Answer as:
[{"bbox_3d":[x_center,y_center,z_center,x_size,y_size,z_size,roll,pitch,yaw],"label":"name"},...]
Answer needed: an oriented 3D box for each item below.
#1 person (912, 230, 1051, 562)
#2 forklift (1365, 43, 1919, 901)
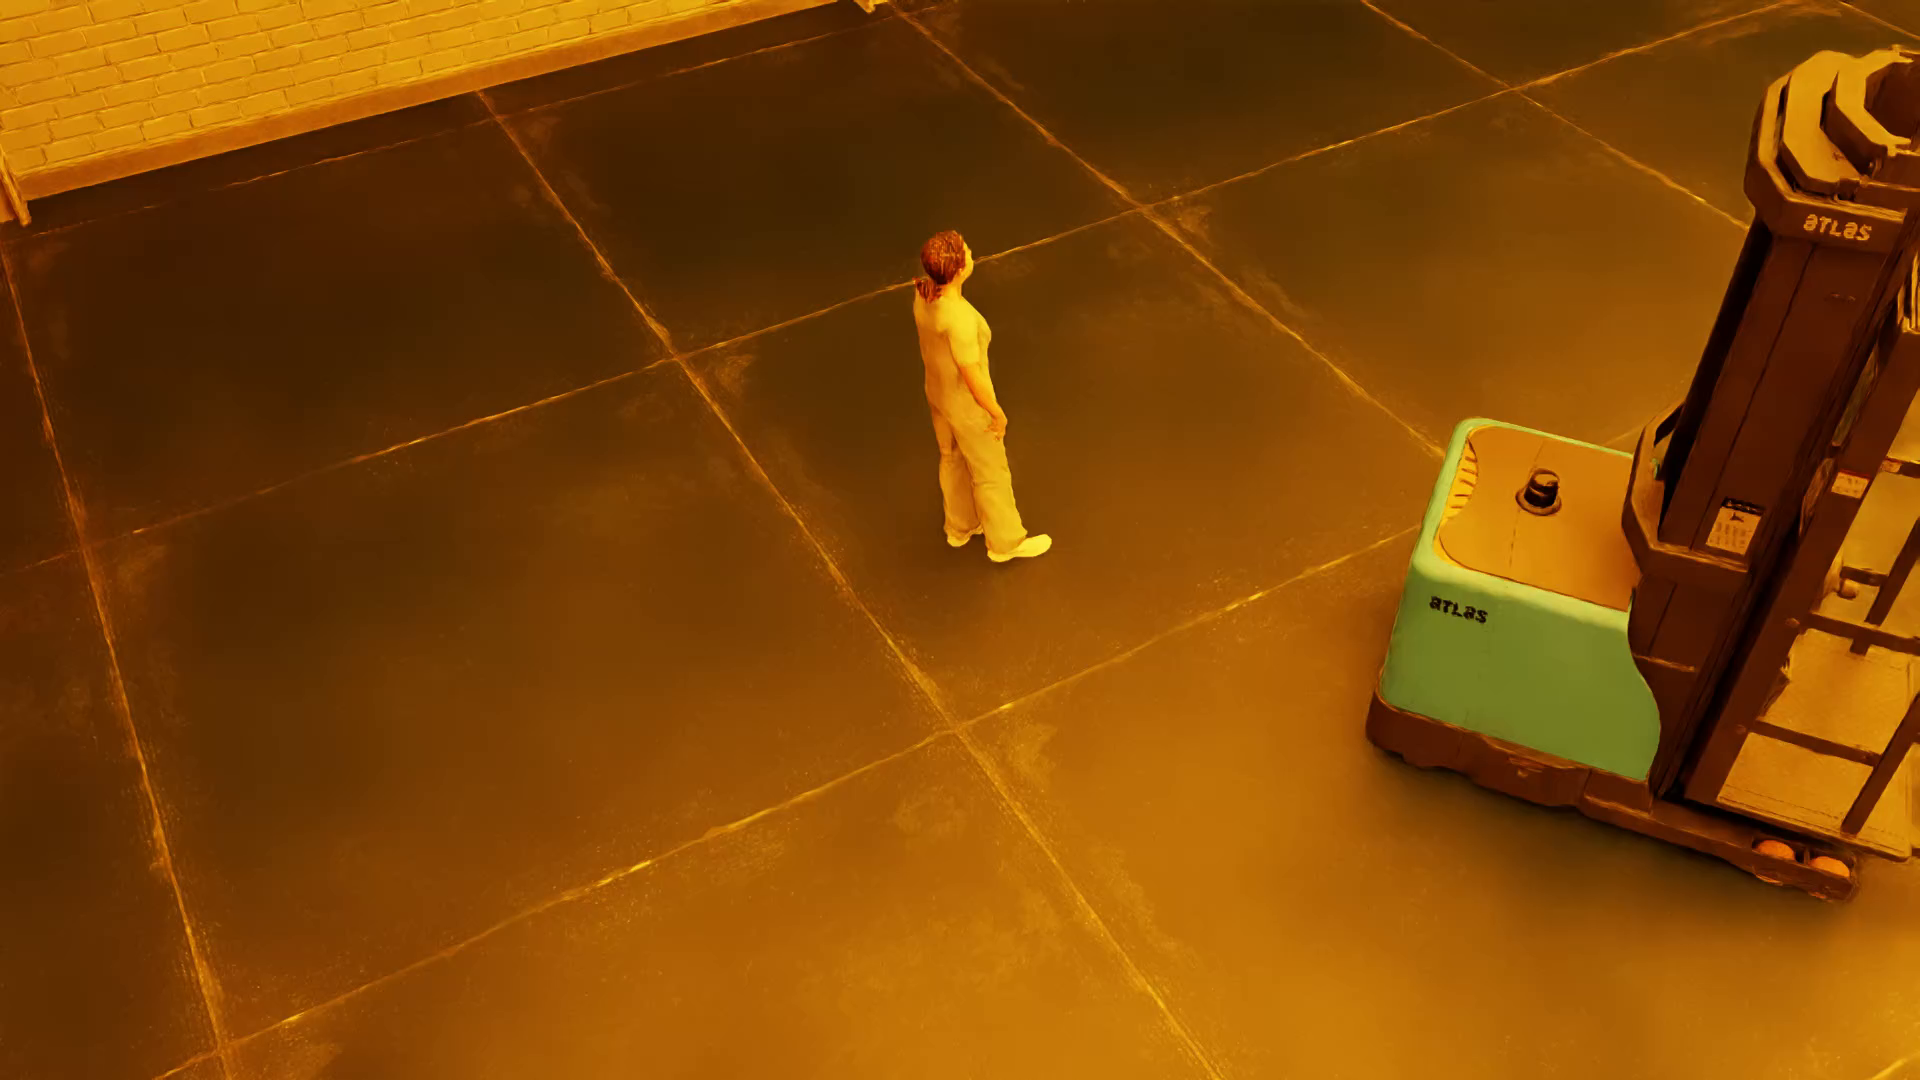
[{"bbox_3d":[0.077,-0.634,7.306,0.532,1.657,0.550,-21,47,-21],"label":"person"},{"bbox_3d":[3.248,-0.115,5.822,3.031,2.935,1.130,16,45,17],"label":"forklift"}]
